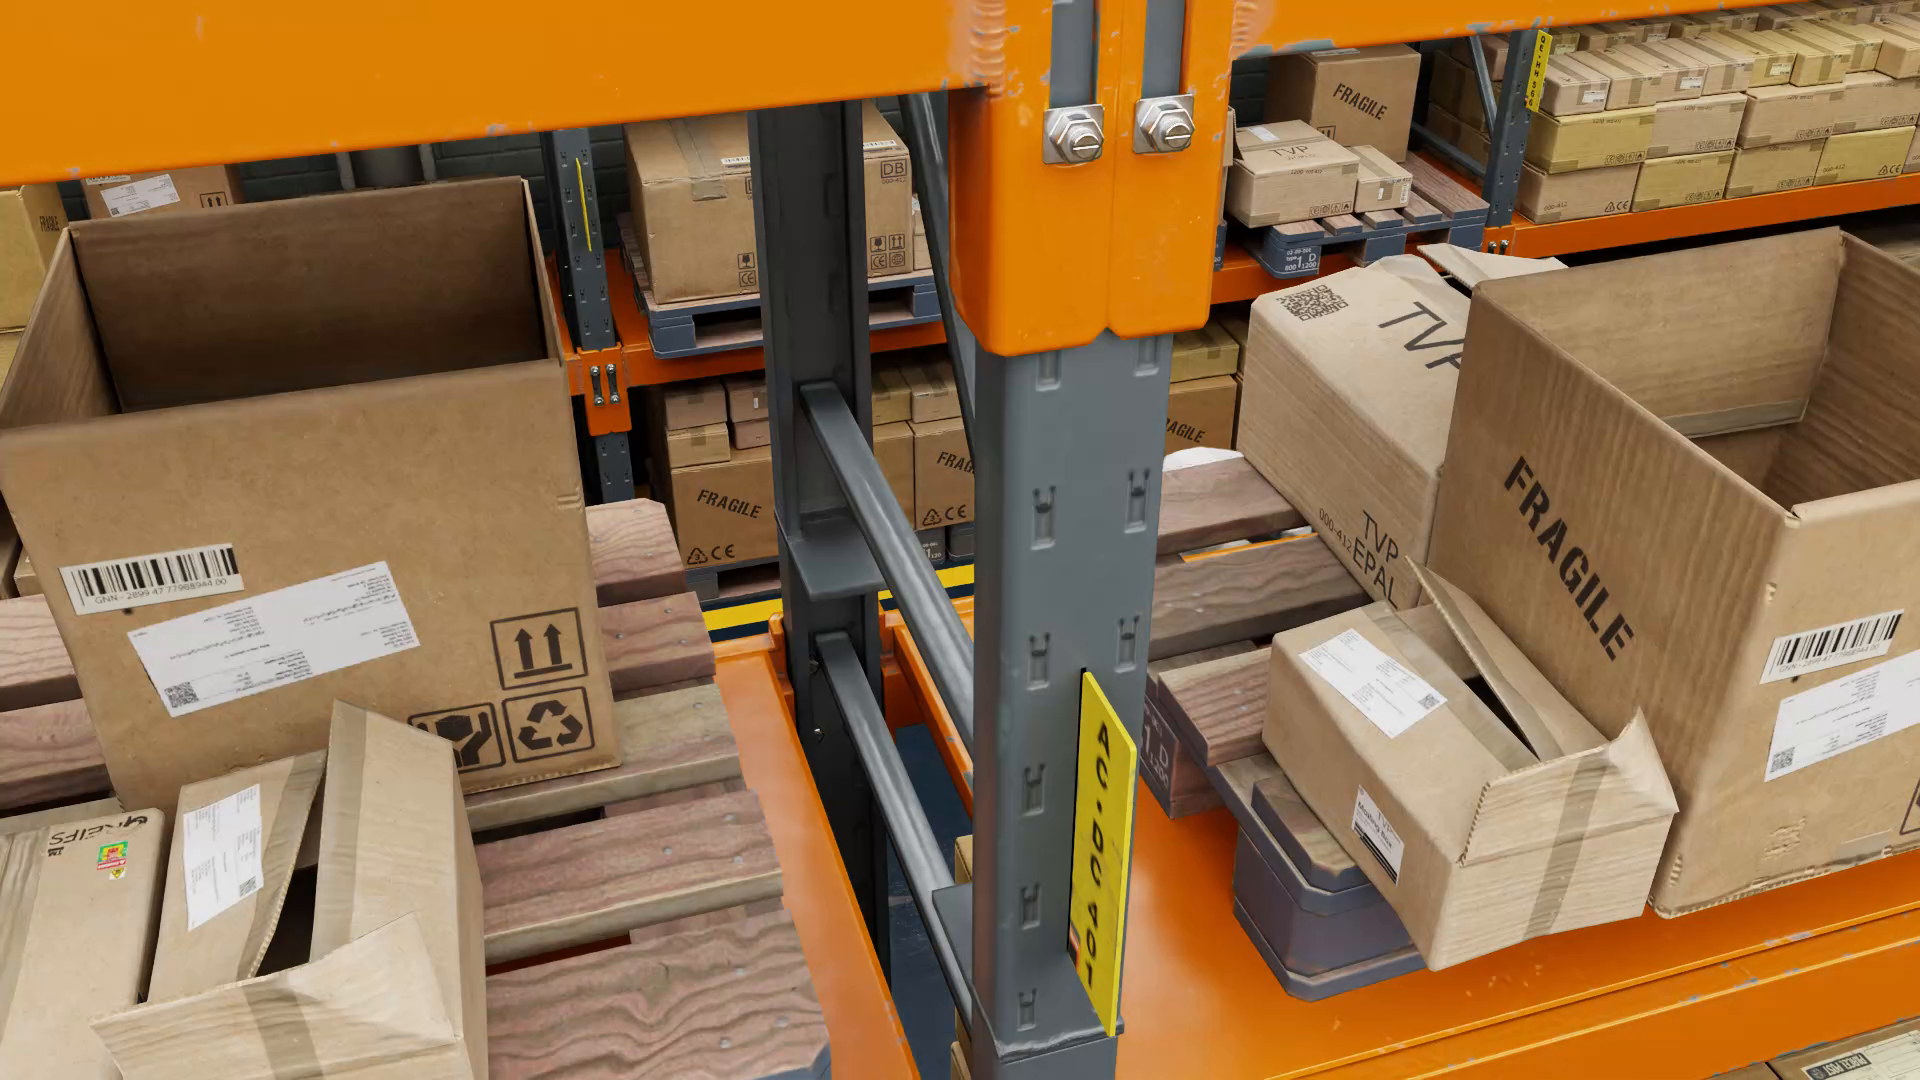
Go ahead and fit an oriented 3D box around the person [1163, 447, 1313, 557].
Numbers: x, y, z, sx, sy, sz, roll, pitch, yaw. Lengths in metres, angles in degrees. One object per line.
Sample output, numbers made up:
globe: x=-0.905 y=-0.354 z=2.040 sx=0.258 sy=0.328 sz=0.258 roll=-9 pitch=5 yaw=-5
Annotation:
person: x=1.146 y=0.055 z=6.735 sx=0.952 sy=1.010 sz=0.522 roll=-12 pitch=36 yaw=-18
